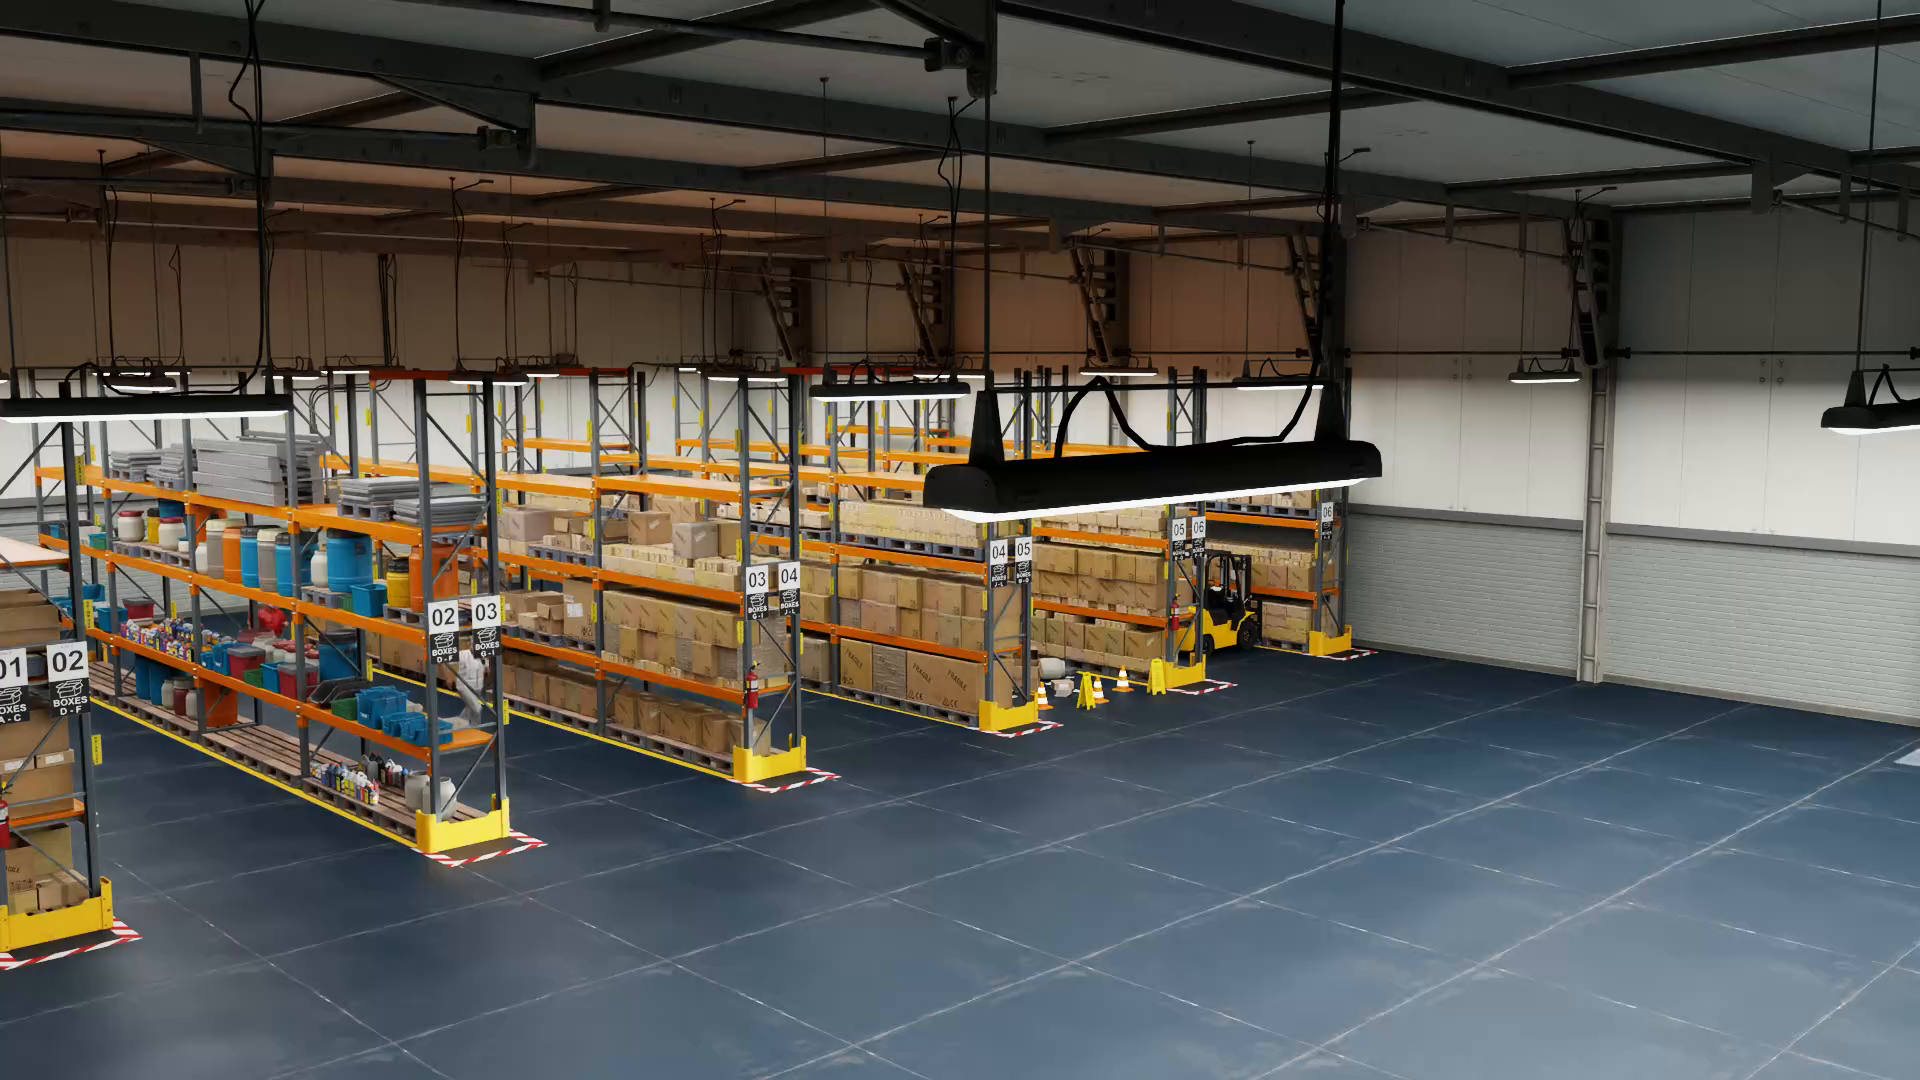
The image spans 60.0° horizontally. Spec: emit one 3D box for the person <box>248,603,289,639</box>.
[{"bbox_3d":[-12.951,1.923,31.315,0.939,1.740,0.654,4,8,33],"label":"person"}]

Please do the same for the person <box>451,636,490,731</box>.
[{"bbox_3d":[-7.978,2.423,27.014,0.807,1.827,0.643,5,8,35],"label":"person"}]

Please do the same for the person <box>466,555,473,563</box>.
[{"bbox_3d":[-11.766,1.050,39.941,0.654,1.567,0.707,3,7,27],"label":"person"}]
